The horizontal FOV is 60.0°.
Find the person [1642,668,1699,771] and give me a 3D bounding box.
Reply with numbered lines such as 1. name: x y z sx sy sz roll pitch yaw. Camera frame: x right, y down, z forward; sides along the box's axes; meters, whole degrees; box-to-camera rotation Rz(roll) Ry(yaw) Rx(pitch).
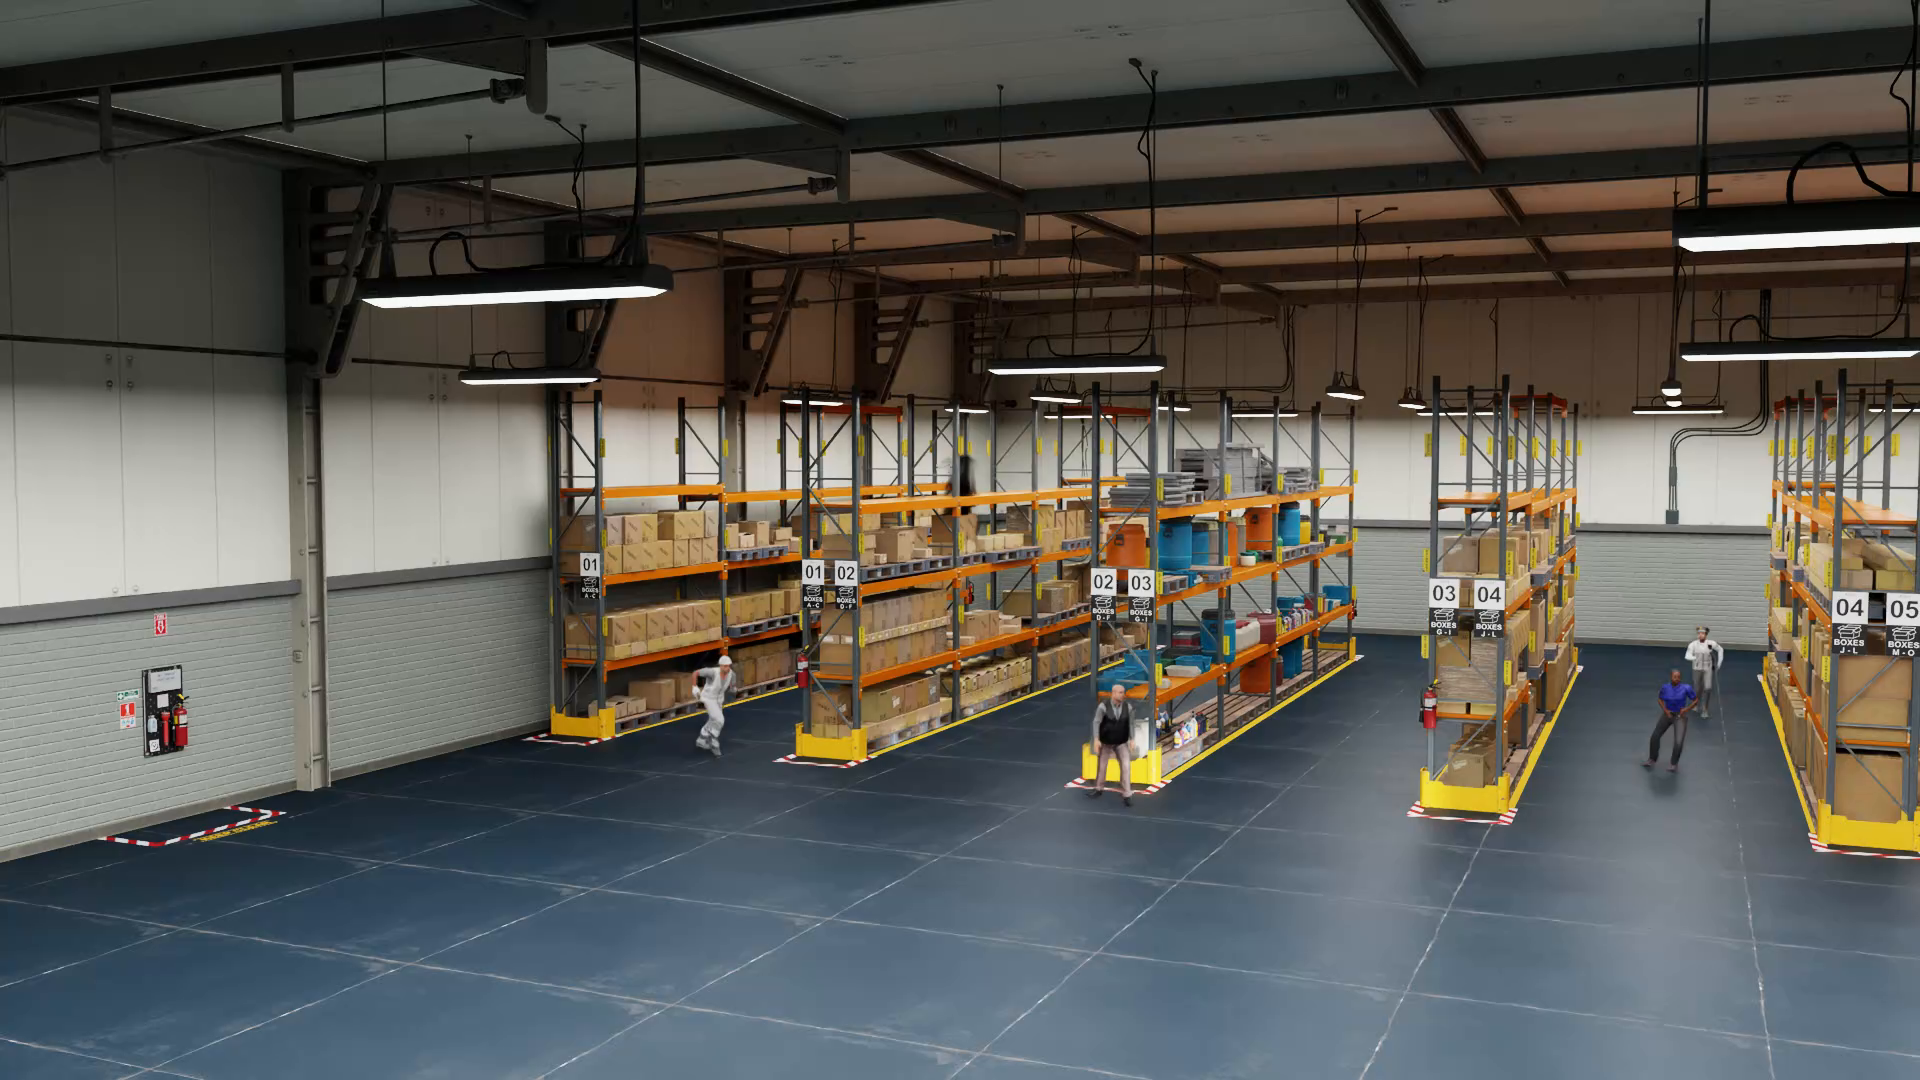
1. person: 11.065 2.785 25.903 0.814 1.607 0.495 2 4 35

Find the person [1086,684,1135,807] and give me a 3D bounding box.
1. person: 2.162 2.860 23.466 0.661 1.673 0.891 0 3 -8

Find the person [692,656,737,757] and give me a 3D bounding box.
1. person: -4.034 2.696 27.100 0.706 1.685 0.994 -3 4 -43

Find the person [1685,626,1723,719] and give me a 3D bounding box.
1. person: 13.851 2.450 30.965 0.633 1.732 0.868 2 4 26
